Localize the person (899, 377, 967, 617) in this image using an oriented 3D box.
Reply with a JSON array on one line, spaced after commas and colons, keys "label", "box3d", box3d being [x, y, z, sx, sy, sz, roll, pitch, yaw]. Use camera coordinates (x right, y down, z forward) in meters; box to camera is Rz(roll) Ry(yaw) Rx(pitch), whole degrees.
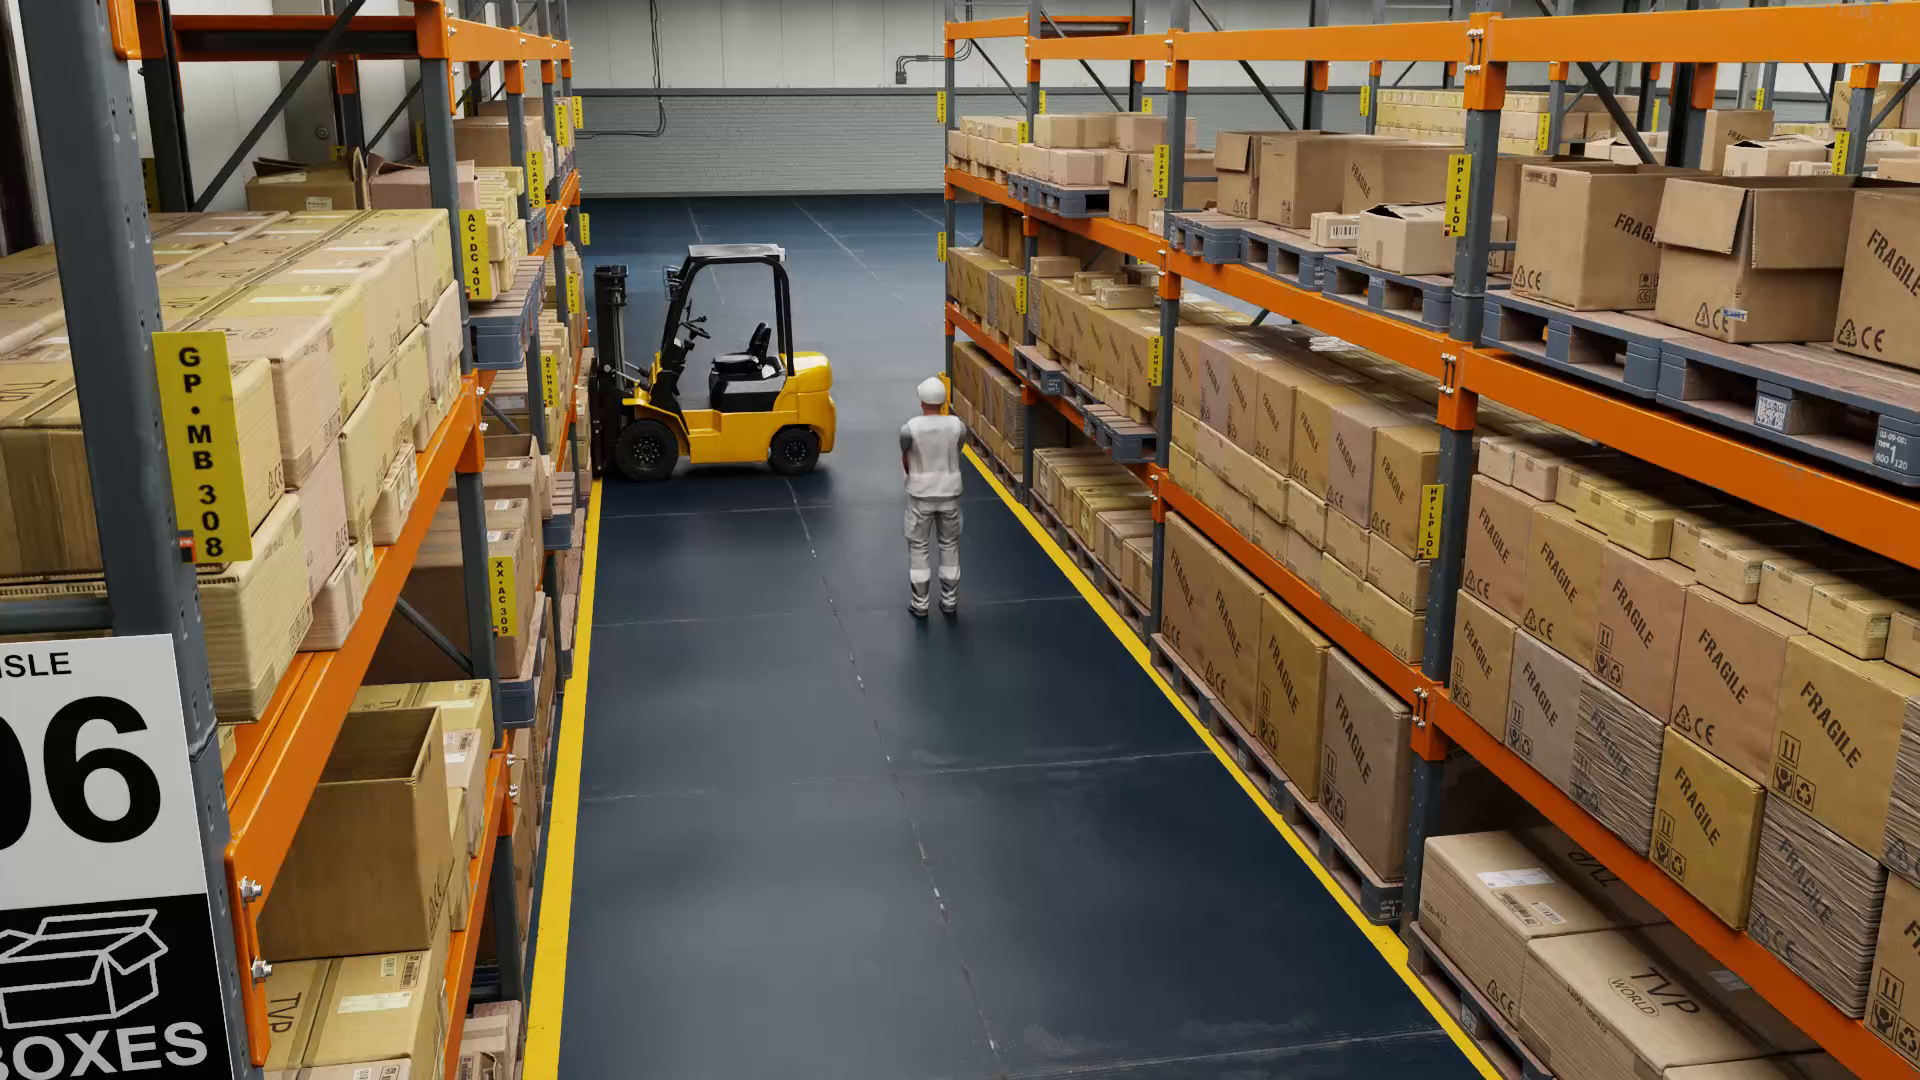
[{"label": "person", "box3d": [-0.215, -0.343, 12.183, 0.493, 1.782, 0.571, -3, 16, -10]}]
